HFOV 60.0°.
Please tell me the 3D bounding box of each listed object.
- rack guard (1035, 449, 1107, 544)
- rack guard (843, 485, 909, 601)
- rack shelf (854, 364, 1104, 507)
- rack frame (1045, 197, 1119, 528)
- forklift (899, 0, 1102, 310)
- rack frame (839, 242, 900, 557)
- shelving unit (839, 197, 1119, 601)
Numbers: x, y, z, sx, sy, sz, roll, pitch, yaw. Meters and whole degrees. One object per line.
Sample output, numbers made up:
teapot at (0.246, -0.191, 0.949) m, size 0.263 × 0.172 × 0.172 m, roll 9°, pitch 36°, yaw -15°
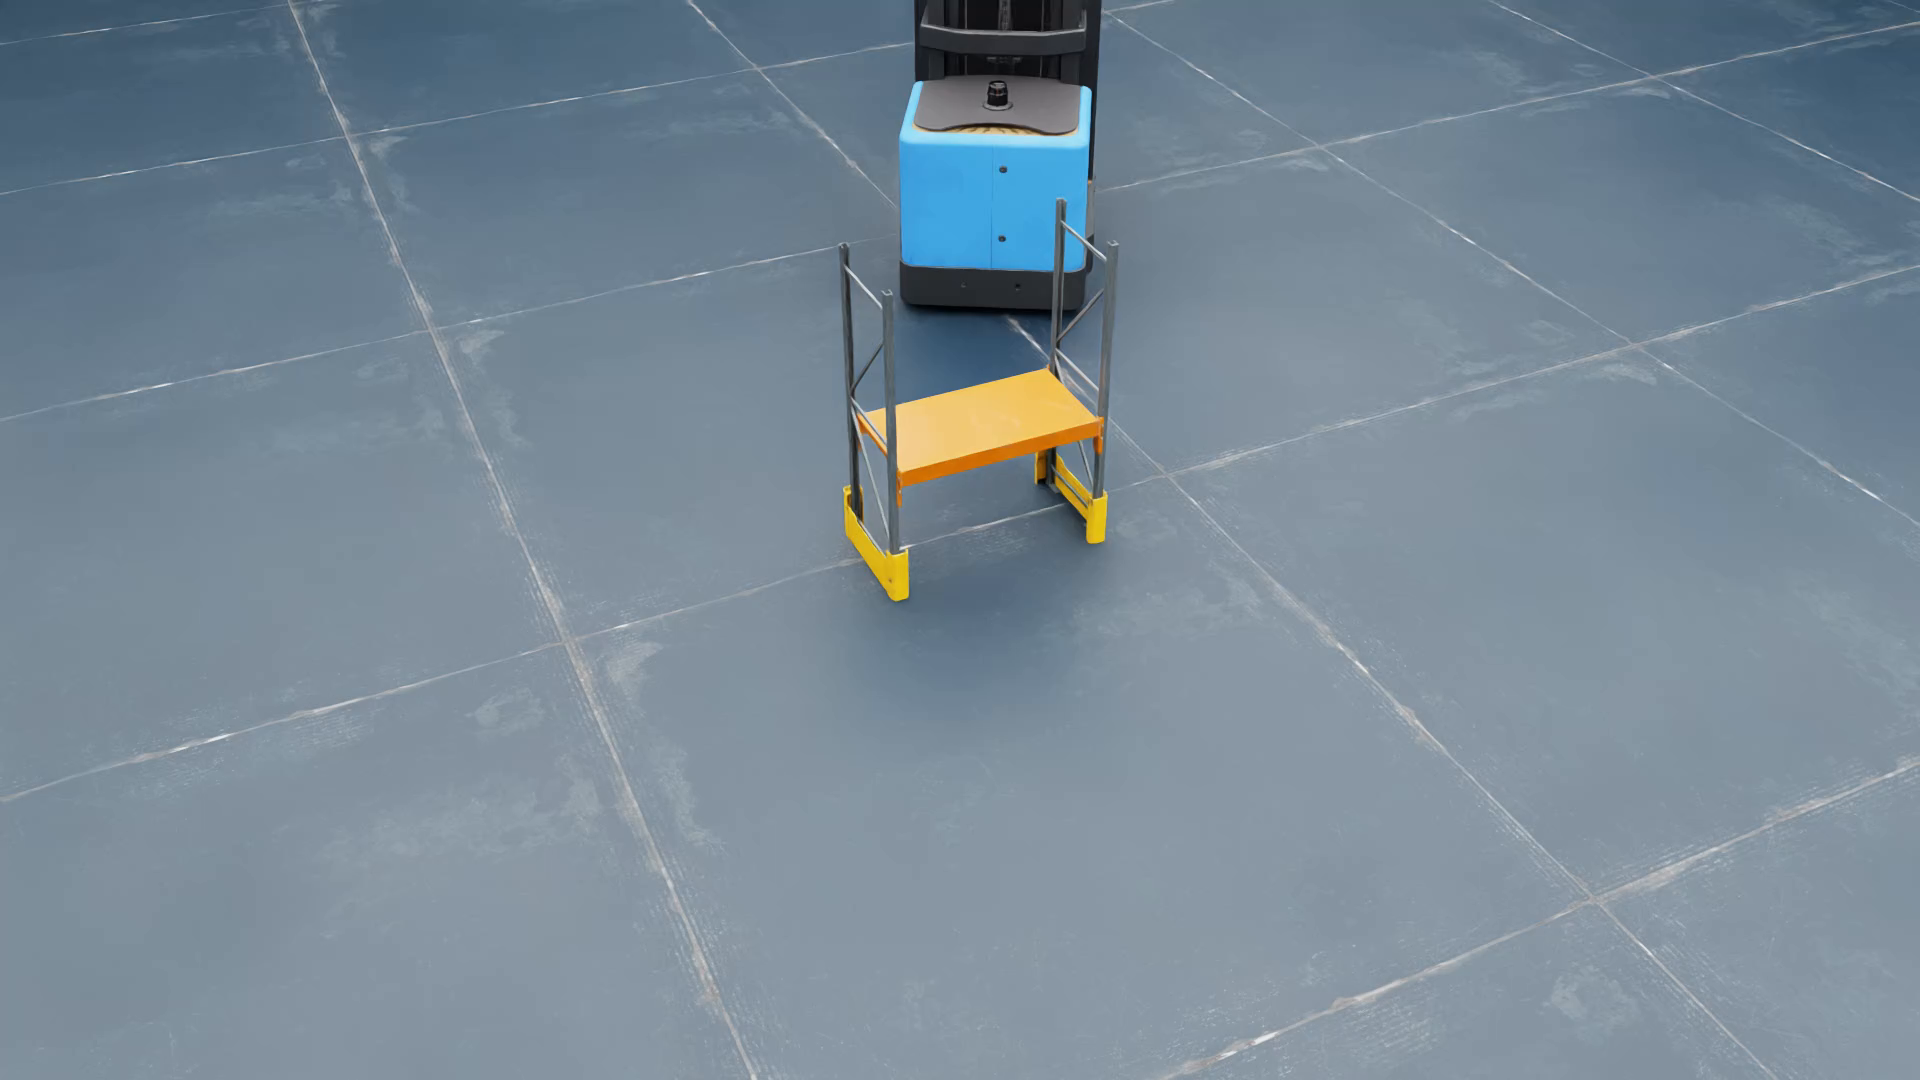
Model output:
rack guard at (0.520, -0.246, 7.871) m, size 0.087 × 0.250 × 0.587 m, roll -16°, pitch 39°, yaw -20°
rack guard at (-0.382, 0.006, 7.532) m, size 0.087 × 0.250 × 0.587 m, roll -16°, pitch 39°, yaw -20°
rack shelf at (0.077, -0.480, 7.439) m, size 1.000 × 0.185 × 0.538 m, roll -16°, pitch 39°, yaw -20°
rack frame at (0.537, -0.753, 7.506) m, size 0.032 × 1.500 × 0.500 m, roll -16°, pitch 39°, yaw -20°
forklift at (0.297, -3.333, 9.783) m, size 1.130 × 2.935 × 3.031 m, roll 3°, pitch 37°, yaw 4°
rack frame at (-0.383, -0.495, 7.159) m, size 0.032 × 1.500 × 0.500 m, roll -16°, pitch 39°, yaw -20°
shelving unit at (0.069, -0.622, 7.329) m, size 1.083 × 1.500 × 0.587 m, roll -16°, pitch 39°, yaw -20°
